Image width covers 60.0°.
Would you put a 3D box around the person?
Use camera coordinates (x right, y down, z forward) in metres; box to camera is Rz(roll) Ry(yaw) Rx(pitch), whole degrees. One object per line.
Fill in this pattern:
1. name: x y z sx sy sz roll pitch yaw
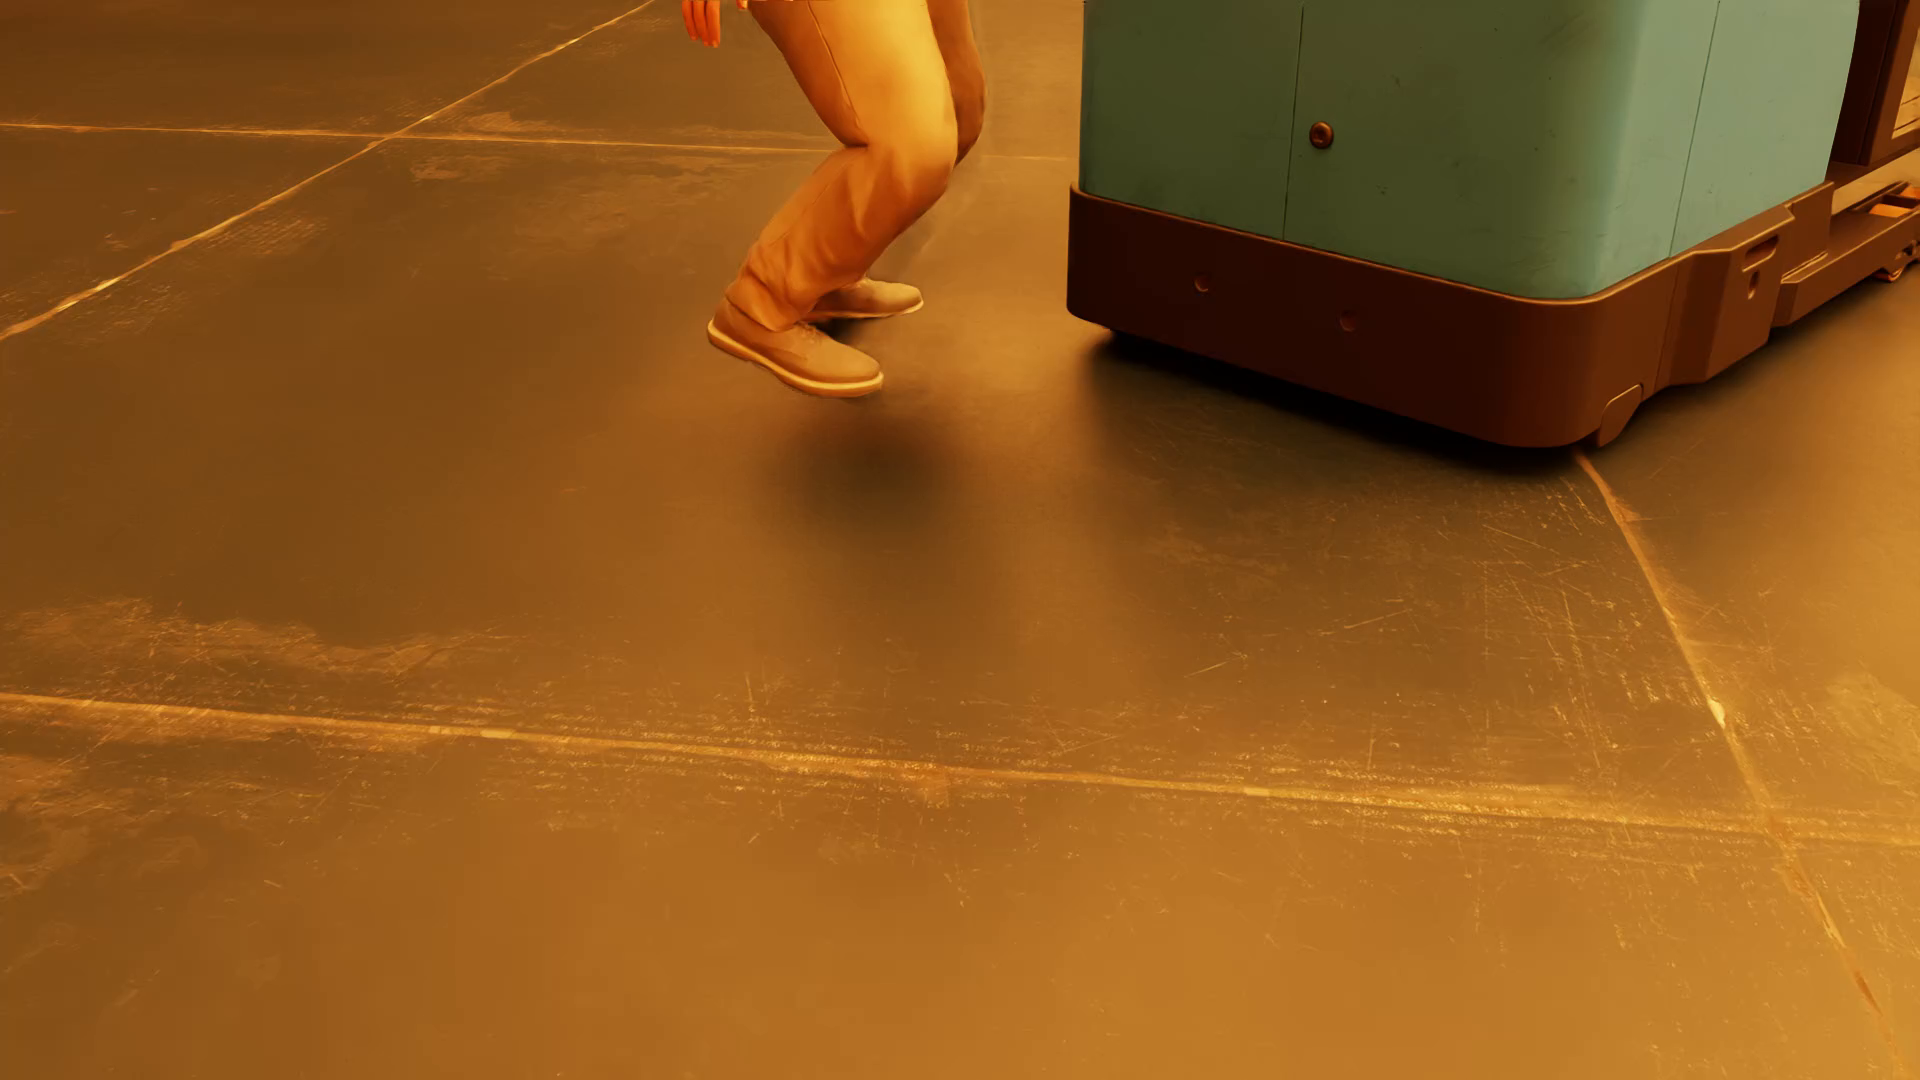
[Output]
1. person: -0.180 -1.035 2.793 0.606 1.628 0.947 11 29 21

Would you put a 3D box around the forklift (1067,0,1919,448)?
1. forklift: 1.598 -2.019 3.263 1.130 2.935 3.031 24 35 39
